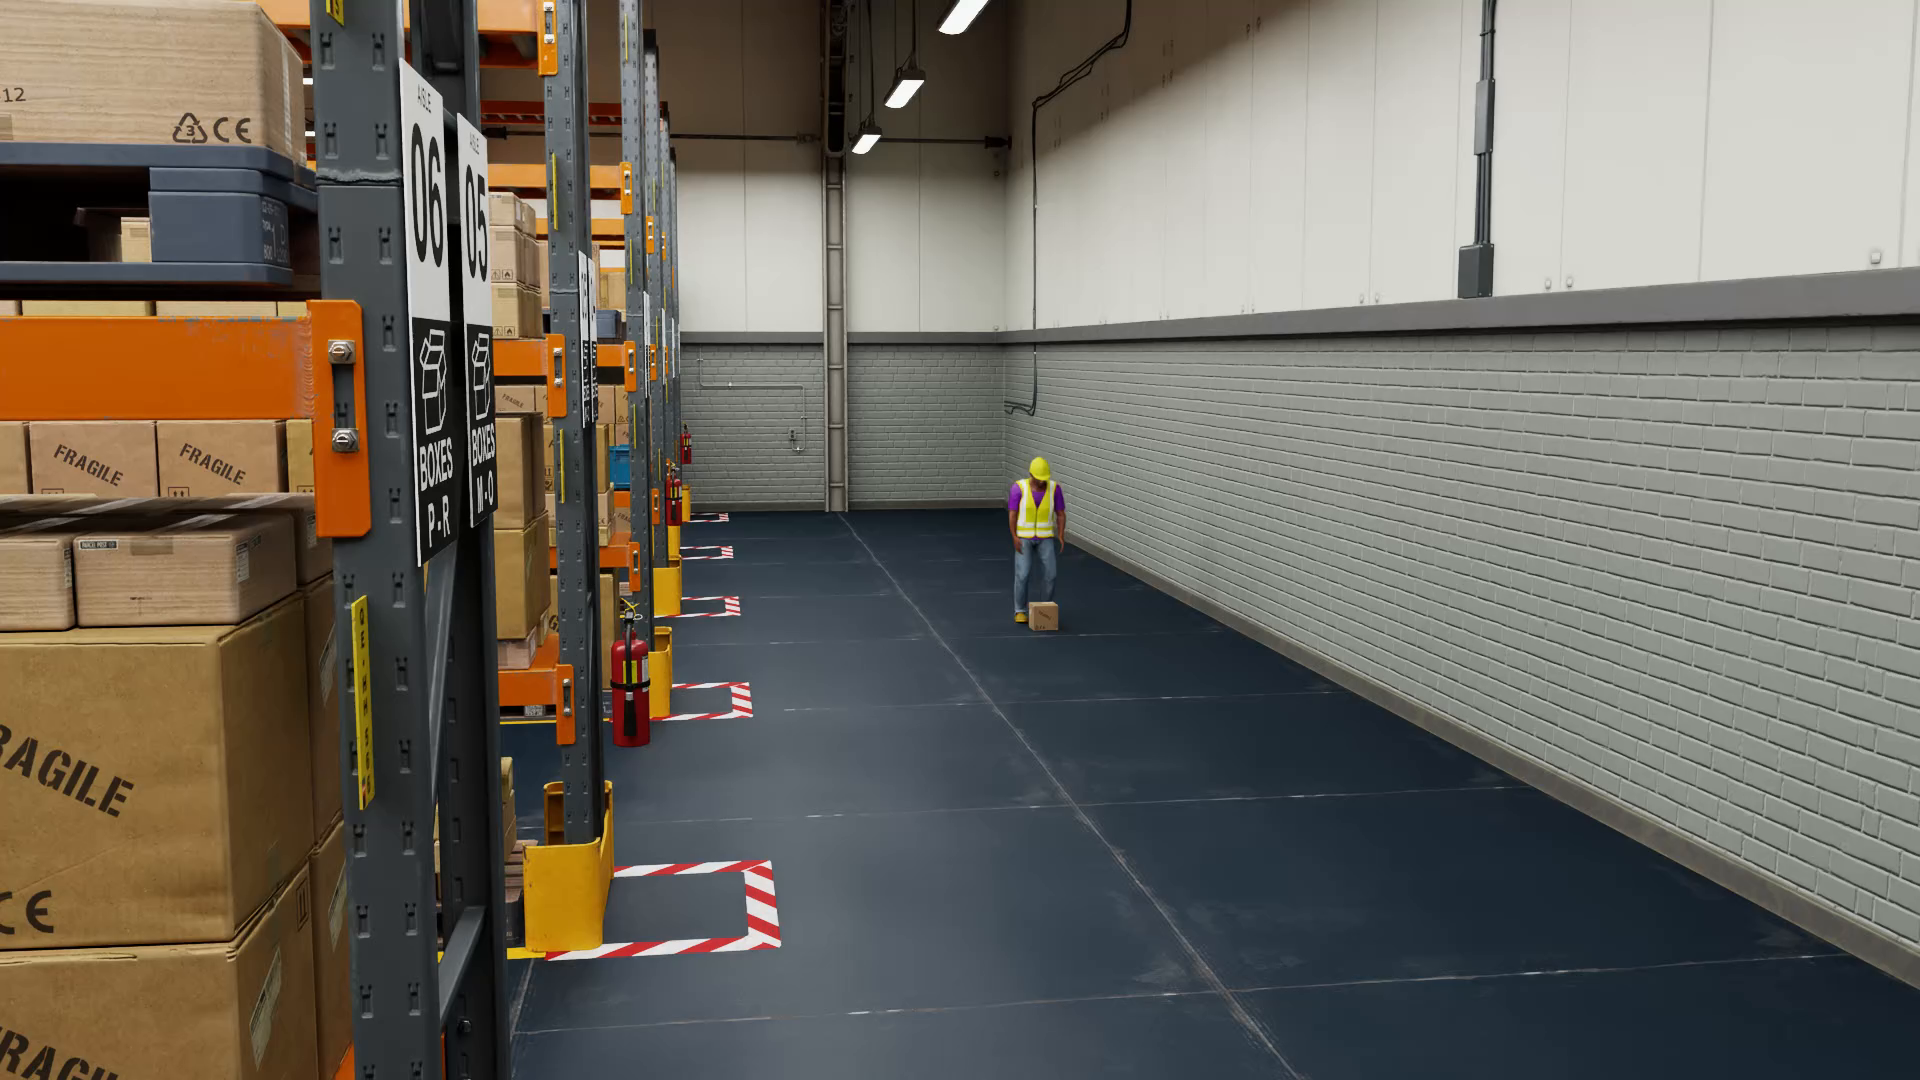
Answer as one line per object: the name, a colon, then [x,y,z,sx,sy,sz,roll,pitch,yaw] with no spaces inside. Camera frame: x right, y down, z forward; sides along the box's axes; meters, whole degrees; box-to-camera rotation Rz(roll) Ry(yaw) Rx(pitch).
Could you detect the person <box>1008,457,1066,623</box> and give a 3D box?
person: [0.789,-0.006,16.985,0.599,1.695,0.491,-1,6,-7]
